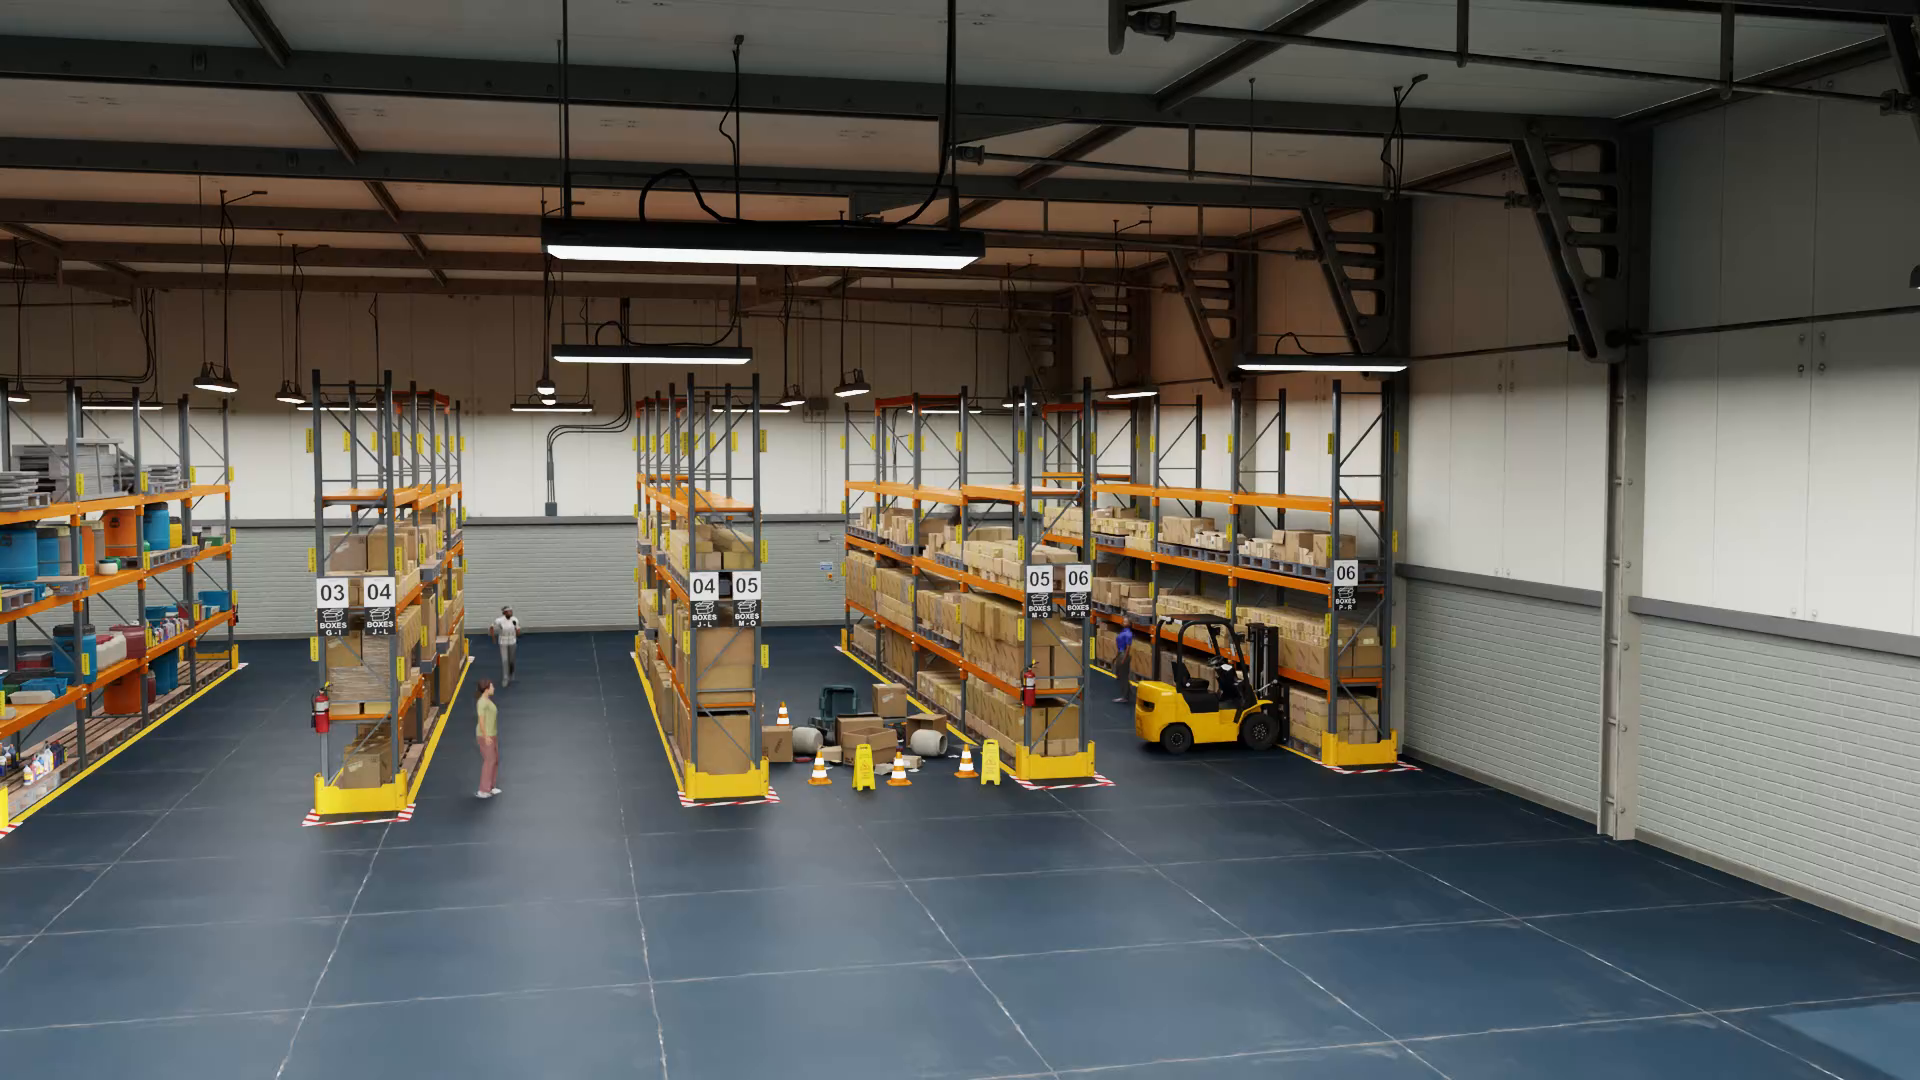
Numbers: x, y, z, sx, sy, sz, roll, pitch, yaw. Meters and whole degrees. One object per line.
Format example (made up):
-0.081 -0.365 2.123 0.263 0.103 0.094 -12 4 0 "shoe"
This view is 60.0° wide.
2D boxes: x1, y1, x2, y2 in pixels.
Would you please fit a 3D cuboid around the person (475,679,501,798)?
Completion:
-6.743 2.838 23.756 0.354 1.724 0.489 0 3 5 "person"

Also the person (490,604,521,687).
-9.406 2.151 34.418 0.626 1.648 1.028 -1 3 -12 "person"

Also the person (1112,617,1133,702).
3.150 2.318 32.253 0.428 1.645 0.553 0 3 8 "person"
